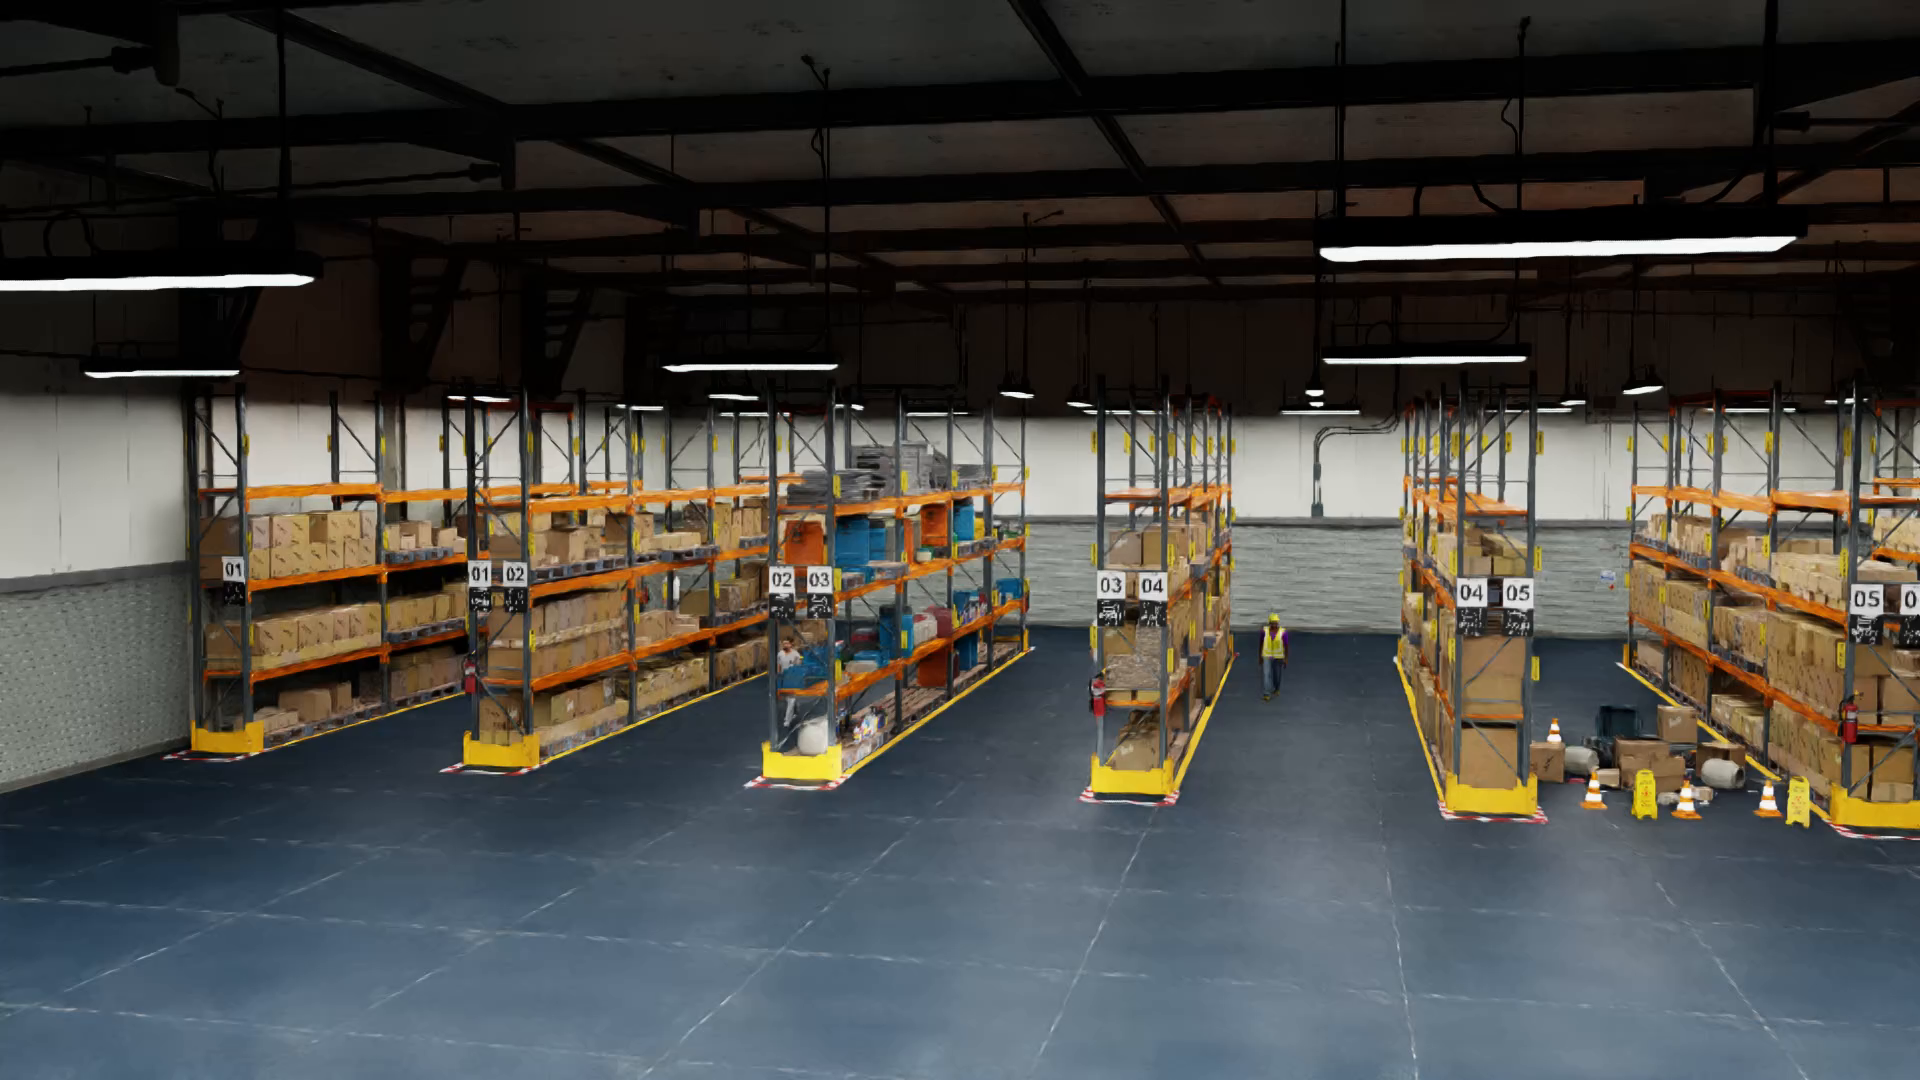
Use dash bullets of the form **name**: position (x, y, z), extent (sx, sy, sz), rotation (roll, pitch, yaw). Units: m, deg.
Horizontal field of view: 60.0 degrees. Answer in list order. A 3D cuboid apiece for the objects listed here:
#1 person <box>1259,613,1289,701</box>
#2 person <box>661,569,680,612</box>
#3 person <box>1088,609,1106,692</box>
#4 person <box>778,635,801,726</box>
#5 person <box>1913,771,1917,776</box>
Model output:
- **person**: position (6.168, 2.279, 32.663), extent (0.575, 1.689, 1.128), rotation (1, 3, 10)
- **person**: position (-7.861, 1.570, 44.656), extent (0.710, 1.767, 0.479), rotation (-2, 4, -31)
- **person**: position (2.811, 2.181, 33.486), extent (0.647, 1.773, 0.691), rotation (2, 4, 34)
- **person**: position (-3.073, 2.490, 29.726), extent (0.446, 1.590, 1.110), rotation (1, 3, 15)
- **person**: position (14.355, 2.680, 24.699), extent (0.489, 1.787, 0.608), rotation (3, 4, 43)
